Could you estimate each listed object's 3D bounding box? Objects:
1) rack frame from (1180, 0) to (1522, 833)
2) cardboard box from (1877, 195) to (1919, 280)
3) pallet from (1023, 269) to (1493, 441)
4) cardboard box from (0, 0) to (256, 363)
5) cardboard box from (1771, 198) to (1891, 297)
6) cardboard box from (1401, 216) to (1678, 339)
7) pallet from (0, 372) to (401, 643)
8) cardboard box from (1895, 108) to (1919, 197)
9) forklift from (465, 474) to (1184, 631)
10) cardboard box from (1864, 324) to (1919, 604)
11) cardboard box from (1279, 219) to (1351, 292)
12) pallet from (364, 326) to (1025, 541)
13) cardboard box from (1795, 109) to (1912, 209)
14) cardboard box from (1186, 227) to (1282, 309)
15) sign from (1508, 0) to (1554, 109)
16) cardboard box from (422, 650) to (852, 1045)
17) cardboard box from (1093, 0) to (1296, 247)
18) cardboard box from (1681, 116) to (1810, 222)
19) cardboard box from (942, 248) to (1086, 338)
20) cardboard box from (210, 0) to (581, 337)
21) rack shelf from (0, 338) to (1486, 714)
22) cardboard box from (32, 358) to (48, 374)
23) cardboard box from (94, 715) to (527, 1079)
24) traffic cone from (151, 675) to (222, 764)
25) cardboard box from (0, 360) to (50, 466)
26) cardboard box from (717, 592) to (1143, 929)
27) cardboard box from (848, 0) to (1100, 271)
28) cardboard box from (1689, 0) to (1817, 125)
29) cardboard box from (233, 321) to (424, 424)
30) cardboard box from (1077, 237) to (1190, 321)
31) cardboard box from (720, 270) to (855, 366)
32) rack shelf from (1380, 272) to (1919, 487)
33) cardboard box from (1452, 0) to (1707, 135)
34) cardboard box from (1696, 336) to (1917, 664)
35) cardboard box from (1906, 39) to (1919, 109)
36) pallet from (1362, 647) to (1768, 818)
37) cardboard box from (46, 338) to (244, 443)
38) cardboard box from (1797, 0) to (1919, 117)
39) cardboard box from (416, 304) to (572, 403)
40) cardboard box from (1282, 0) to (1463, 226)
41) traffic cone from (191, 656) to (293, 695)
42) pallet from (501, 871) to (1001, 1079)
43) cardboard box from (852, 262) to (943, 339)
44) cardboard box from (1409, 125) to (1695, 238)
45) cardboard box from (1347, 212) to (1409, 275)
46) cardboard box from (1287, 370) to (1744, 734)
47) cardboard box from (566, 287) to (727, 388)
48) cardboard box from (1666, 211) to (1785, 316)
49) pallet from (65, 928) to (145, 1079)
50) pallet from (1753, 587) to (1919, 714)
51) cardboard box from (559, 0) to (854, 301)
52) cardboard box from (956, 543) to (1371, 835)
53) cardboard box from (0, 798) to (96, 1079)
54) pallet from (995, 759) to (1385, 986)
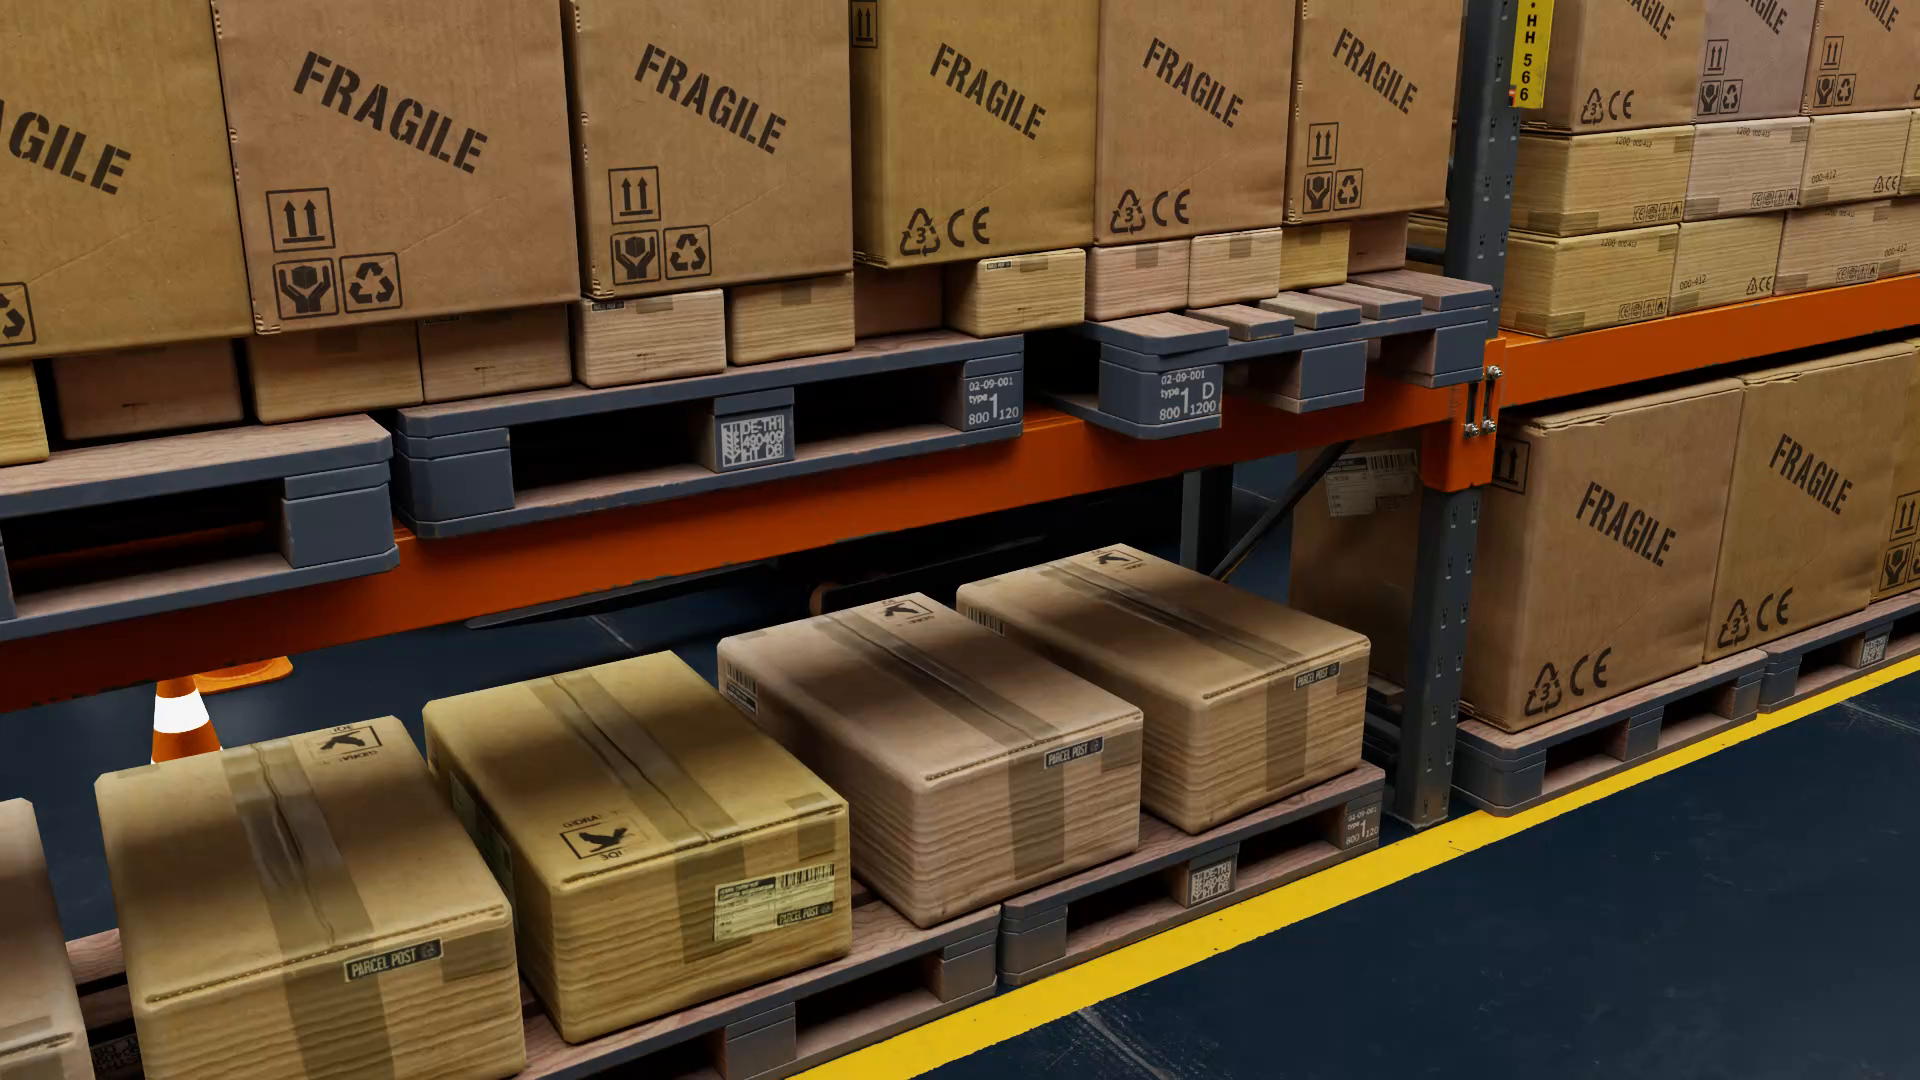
[{"bbox_3d":[0.993,-0.784,4.379,0.127,3.000,1.000,-12,22,-31],"label":"rack frame"},{"bbox_3d":[2.811,-1.005,5.269,0.500,0.250,0.500,-12,22,-31],"label":"cardboard box"},{"bbox_3d":[0.457,-0.539,3.954,1.003,0.211,1.213,-12,22,-31],"label":"pallet"},{"bbox_3d":[-1.380,-0.560,2.443,0.500,0.500,0.500,-12,22,-31],"label":"cardboard box"},{"bbox_3d":[2.401,-0.917,5.009,0.500,0.250,0.500,-11,22,-30],"label":"cardboard box"},{"bbox_3d":[1.540,-0.731,4.459,0.500,0.250,0.500,-12,22,-32],"label":"cardboard box"},{"bbox_3d":[-1.629,-0.084,2.609,1.213,0.211,1.003,-12,22,-31],"label":"pallet"},{"bbox_3d":[2.838,-1.234,5.164,0.500,0.250,0.500,-11,22,-30],"label":"cardboard box"},{"bbox_3d":[-0.509,-1.270,5.924,3.031,2.935,1.130,-13,23,-34],"label":"forklift"},{"bbox_3d":[3.110,-0.389,5.873,0.875,0.875,0.875,-11,22,-30],"label":"cardboard box"},{"bbox_3d":[0.665,-0.676,3.798,0.250,0.149,0.380,-12,22,-31],"label":"cardboard box"},{"bbox_3d":[-0.638,-0.333,3.346,1.213,0.211,1.003,-12,22,-31],"label":"pallet"},{"bbox_3d":[2.408,-1.148,4.910,0.500,0.250,0.500,-12,22,-32],"label":"cardboard box"},{"bbox_3d":[0.479,-0.620,3.631,0.250,0.149,0.380,-12,22,-32],"label":"cardboard box"},{"bbox_3d":[1.300,-1.151,3.782,0.005,0.325,0.100,-12,22,-31],"label":"sign"},{"bbox_3d":[-0.733,0.623,3.665,0.625,0.372,0.950,-11,22,-30],"label":"cardboard box"},{"bbox_3d":[0.341,-0.922,3.513,0.500,0.500,0.500,-12,22,-32],"label":"cardboard box"},{"bbox_3d":[1.984,-1.063,4.660,0.500,0.250,0.500,-11,22,-30],"label":"cardboard box"},{"bbox_3d":[0.042,-0.525,3.352,0.250,0.149,0.380,-11,22,-30],"label":"cardboard box"},{"bbox_3d":[-0.960,-0.644,2.689,0.500,0.500,0.500,-12,22,-32],"label":"cardboard box"},{"bbox_3d":[-0.677,-0.090,3.452,4.000,0.370,1.077,-12,22,-31],"label":"rack shelf"},{"bbox_3d":[-1.644,-0.420,3.040,0.250,0.149,0.380,-12,22,-32],"label":"cardboard box"},{"bbox_3d":[-1.312,0.746,3.301,0.625,0.372,0.950,-10,21,-28],"label":"cardboard box"},{"bbox_3d":[-2.082,0.530,4.455,0.334,0.463,0.336,-12,22,-31],"label":"traffic cone"},{"bbox_3d":[-1.499,-0.213,2.429,0.250,0.149,0.380,-11,22,-30],"label":"cardboard box"},{"bbox_3d":[-0.096,0.491,4.055,0.625,0.372,0.950,-12,22,-32],"label":"cardboard box"},{"bbox_3d":[-0.080,-0.833,3.249,0.500,0.500,0.500,-14,23,-35],"label":"cardboard box"},{"bbox_3d":[1.949,-1.416,4.532,0.500,0.500,0.500,-12,22,-31],"label":"cardboard box"},{"bbox_3d":[-1.066,-0.318,2.738,0.250,0.149,0.380,-12,22,-31],"label":"cardboard box"},{"bbox_3d":[0.264,-0.578,3.506,0.250,0.149,0.380,-13,23,-34],"label":"cardboard box"},{"bbox_3d":[-0.402,-0.449,3.125,0.250,0.149,0.380,-13,22,-33],"label":"cardboard box"},{"bbox_3d":[2.664,-0.795,5.536,4.000,0.370,1.077,-12,22,-31],"label":"rack shelf"},{"bbox_3d":[1.540,-1.326,4.266,0.500,0.500,0.500,-13,22,-33],"label":"cardboard box"},{"bbox_3d":[2.363,-0.231,5.407,0.875,0.875,0.875,-12,22,-31],"label":"cardboard box"},{"bbox_3d":[2.812,-1.591,5.050,0.500,0.500,0.500,-12,22,-31],"label":"cardboard box"},{"bbox_3d":[1.693,0.419,5.177,1.213,0.211,1.003,-12,22,-31],"label":"pallet"},{"bbox_3d":[-1.304,-0.284,2.637,0.250,0.149,0.380,-10,21,-28],"label":"cardboard box"},{"bbox_3d":[2.389,-1.503,4.790,0.500,0.500,0.500,-11,22,-30],"label":"cardboard box"},{"bbox_3d":[-0.859,-0.361,2.865,0.250,0.149,0.380,-12,22,-31],"label":"cardboard box"},{"bbox_3d":[0.766,-1.016,3.791,0.500,0.500,0.500,-13,22,-33],"label":"cardboard box"},{"bbox_3d":[-2.390,0.211,5.397,0.334,0.463,0.336,-12,22,-31],"label":"traffic cone"},{"bbox_3d":[-0.678,0.888,3.788,1.213,0.211,1.003,-12,22,-31],"label":"pallet"},{"bbox_3d":[-0.237,-0.515,3.321,0.250,0.149,0.380,-12,22,-31],"label":"cardboard box"},{"bbox_3d":[1.552,-0.973,4.391,0.500,0.250,0.500,-12,22,-32],"label":"cardboard box"},{"bbox_3d":[0.849,-0.743,3.995,0.250,0.149,0.380,-11,22,-29],"label":"cardboard box"},{"bbox_3d":[1.616,-0.075,4.946,0.875,0.875,0.875,-12,22,-32],"label":"cardboard box"},{"bbox_3d":[-0.608,-0.394,2.963,0.250,0.149,0.380,-11,22,-29],"label":"cardboard box"},{"bbox_3d":[1.959,-0.827,4.740,0.500,0.250,0.500,-13,22,-33],"label":"cardboard box"},{"bbox_3d":[-1.698,1.104,3.148,1.213,0.211,1.003,-12,22,-31],"label":"pallet"},{"bbox_3d":[2.711,0.205,5.808,1.213,0.211,1.003,-12,22,-31],"label":"pallet"},{"bbox_3d":[-0.537,-0.737,2.966,0.500,0.500,0.500,-13,23,-34],"label":"cardboard box"},{"bbox_3d":[0.516,0.359,4.446,0.625,0.372,0.950,-14,23,-35],"label":"cardboard box"},{"bbox_3d":[-1.911,0.874,2.924,0.625,0.372,0.950,-12,22,-31],"label":"cardboard box"},{"bbox_3d":[0.340,0.675,4.419,1.213,0.211,1.003,-12,22,-31],"label":"pallet"}]
